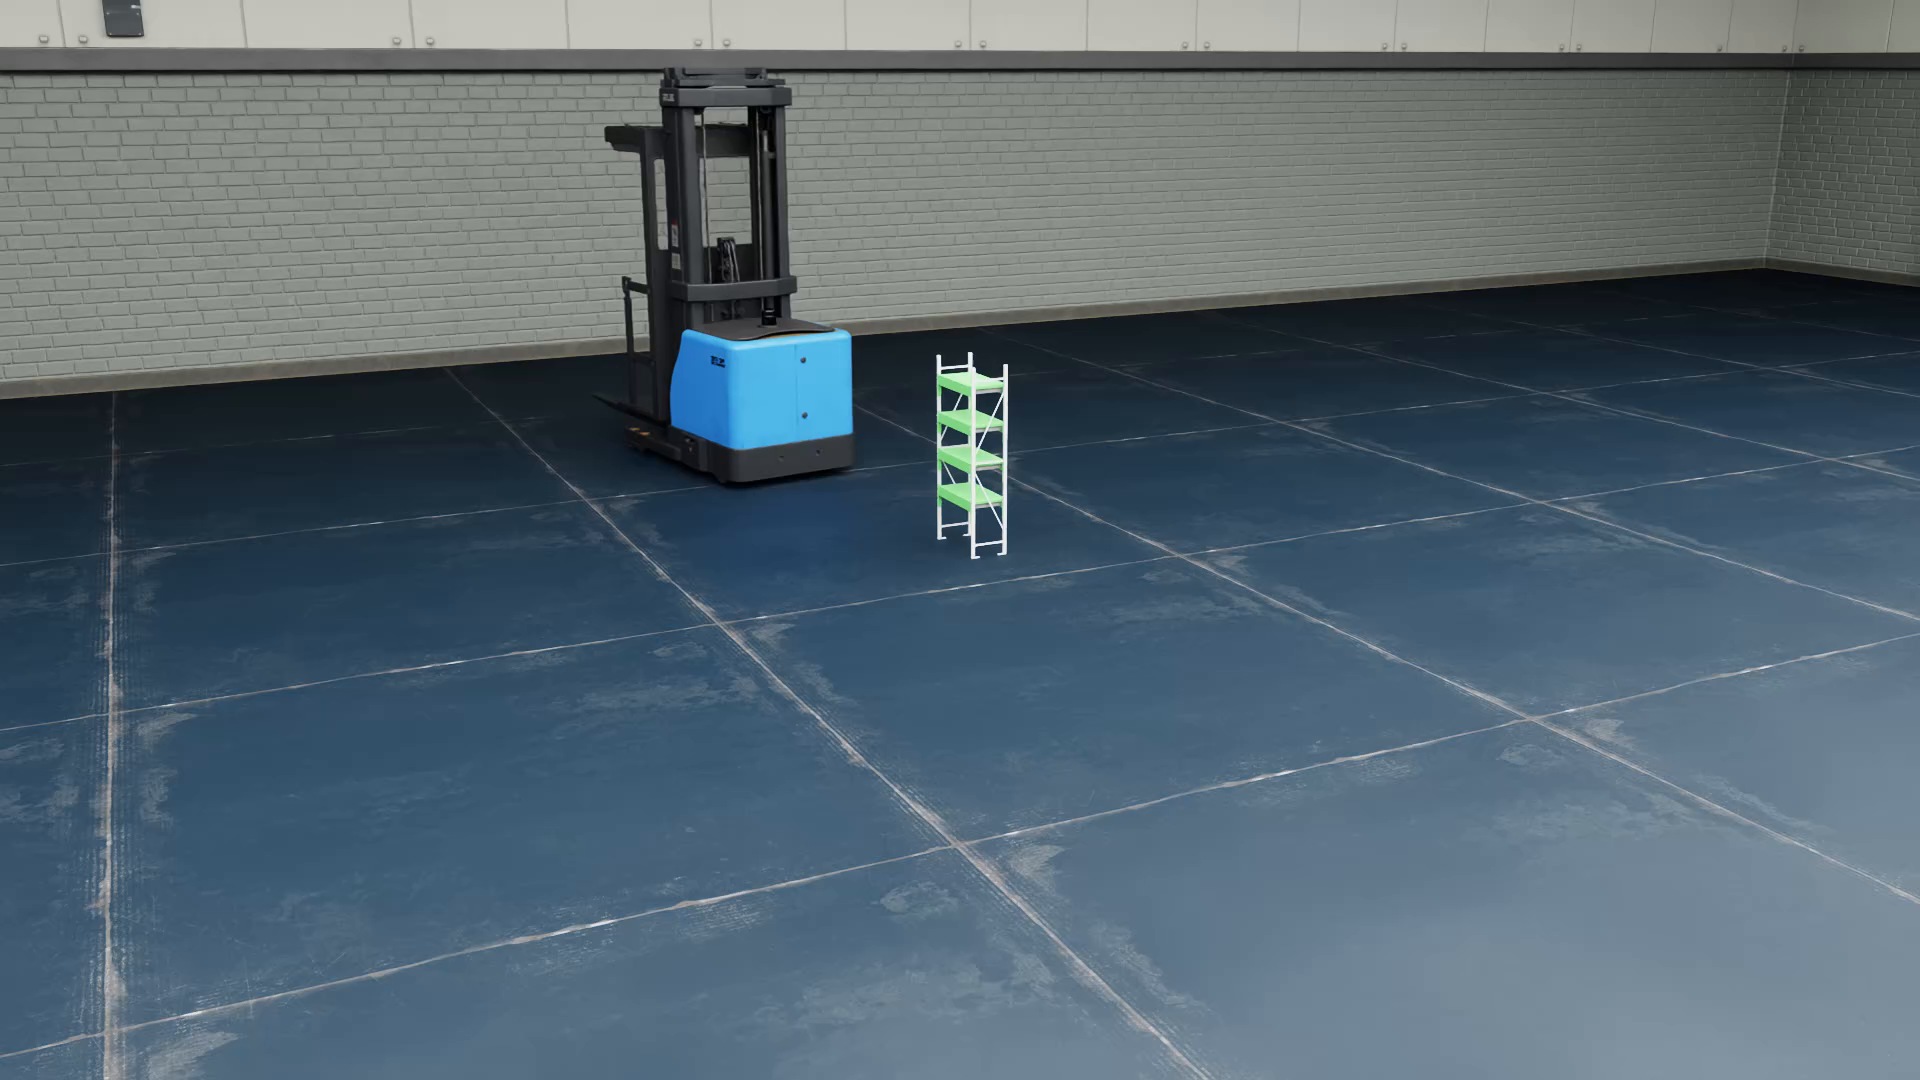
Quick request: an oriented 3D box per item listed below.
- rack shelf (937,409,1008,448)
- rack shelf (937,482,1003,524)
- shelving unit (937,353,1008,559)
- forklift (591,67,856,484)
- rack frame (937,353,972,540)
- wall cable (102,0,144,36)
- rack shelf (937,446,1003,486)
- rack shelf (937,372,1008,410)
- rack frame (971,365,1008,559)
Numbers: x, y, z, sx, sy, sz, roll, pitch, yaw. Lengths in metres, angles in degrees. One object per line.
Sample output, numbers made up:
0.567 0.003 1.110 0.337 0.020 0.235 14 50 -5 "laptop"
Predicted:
0.073 -0.705 10.394 0.258 0.148 0.480 -8 18 -25 "rack shelf"
0.073 -0.244 10.526 0.258 0.148 0.480 -8 18 -25 "rack shelf"
0.073 -0.536 10.442 0.258 1.200 0.503 -8 18 -25 "shelving unit"
-2.040 -2.167 12.987 1.130 2.935 3.031 -11 19 -33 "forklift"
-0.034 -0.596 10.653 0.240 1.200 0.015 -8 18 -25 "rack frame"
-6.591 -7.532 14.519 2.305 6.003 0.169 -8 18 -25 "wall cable"
0.073 -0.474 10.460 0.258 0.148 0.480 -8 18 -25 "rack shelf"
0.073 -0.936 10.327 0.258 0.148 0.480 -8 18 -25 "rack shelf"
0.179 -0.475 10.231 0.240 1.200 0.015 -8 18 -25 "rack frame"
